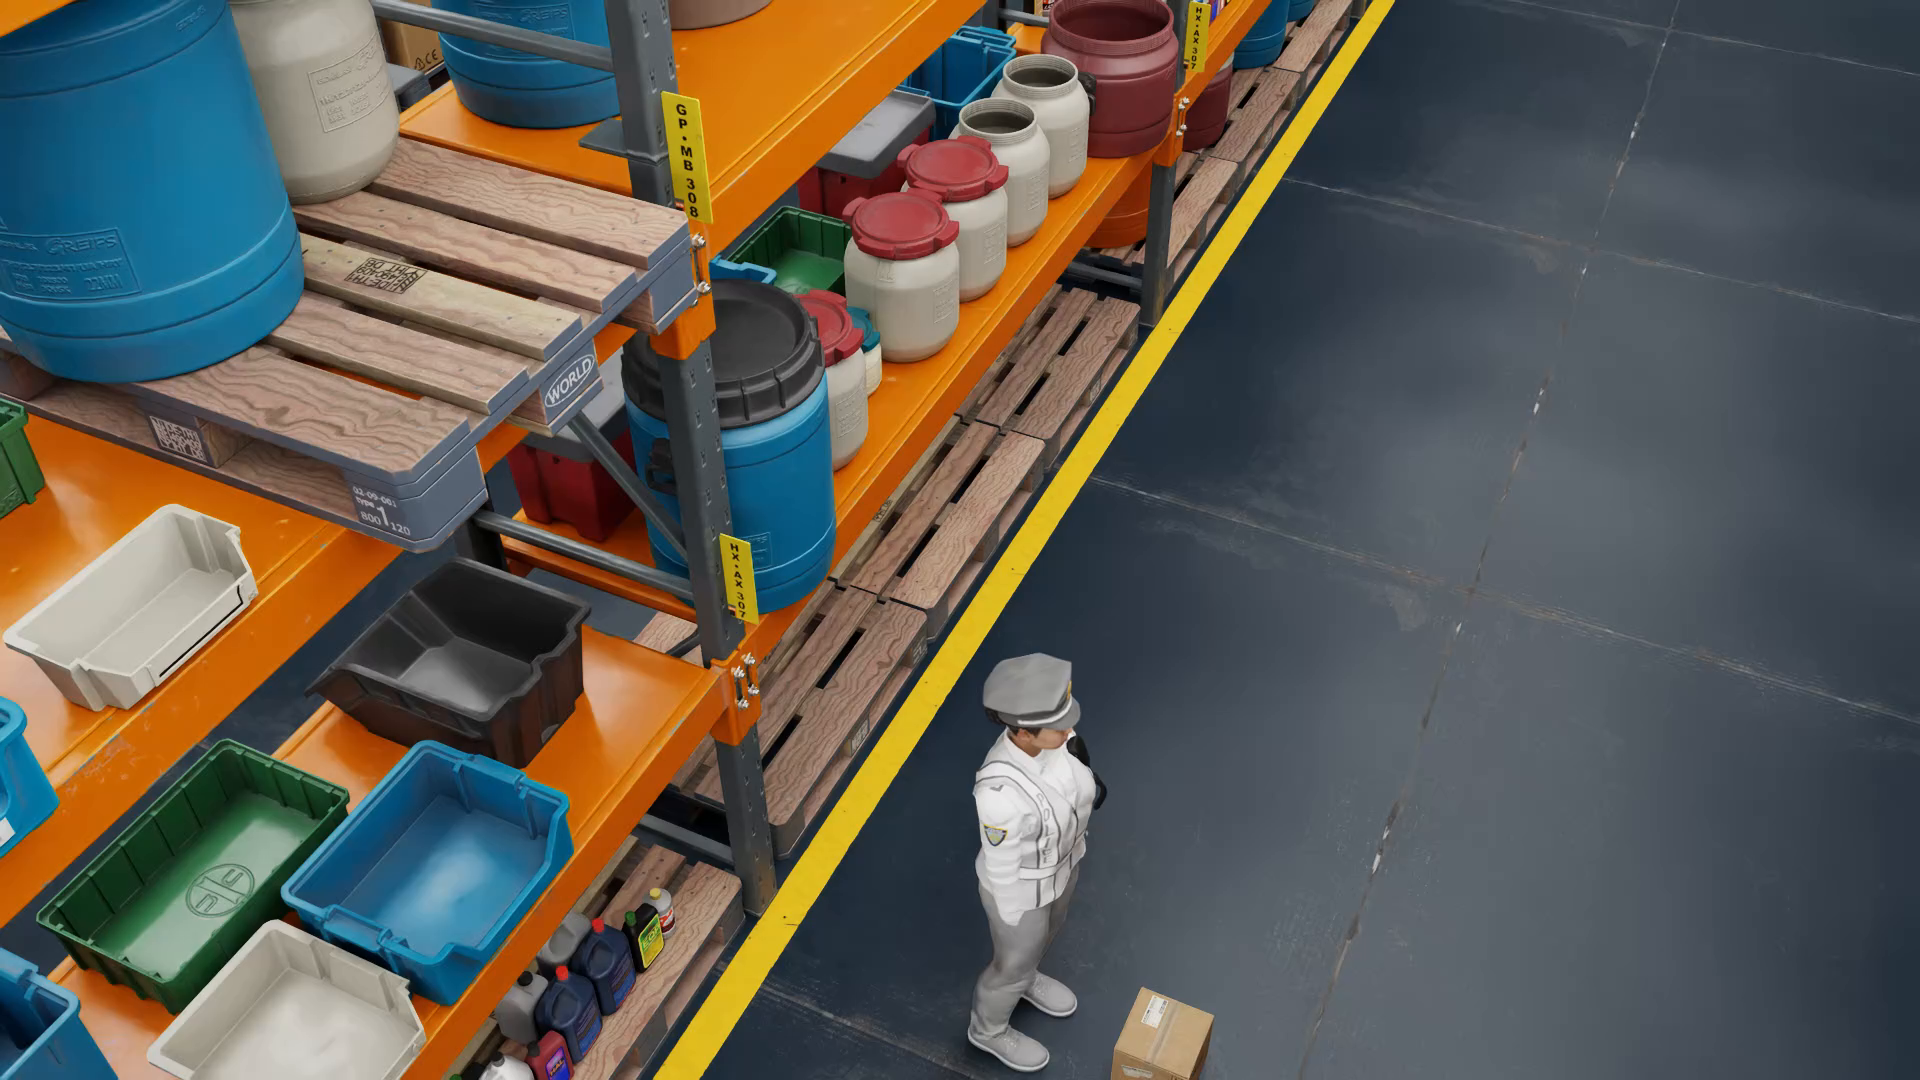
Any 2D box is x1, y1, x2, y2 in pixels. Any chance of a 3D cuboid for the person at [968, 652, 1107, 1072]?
[{"bbox_3d":[0.224,0.999,5.053,0.337,1.676,0.448,18,45,19],"label":"person"}]
